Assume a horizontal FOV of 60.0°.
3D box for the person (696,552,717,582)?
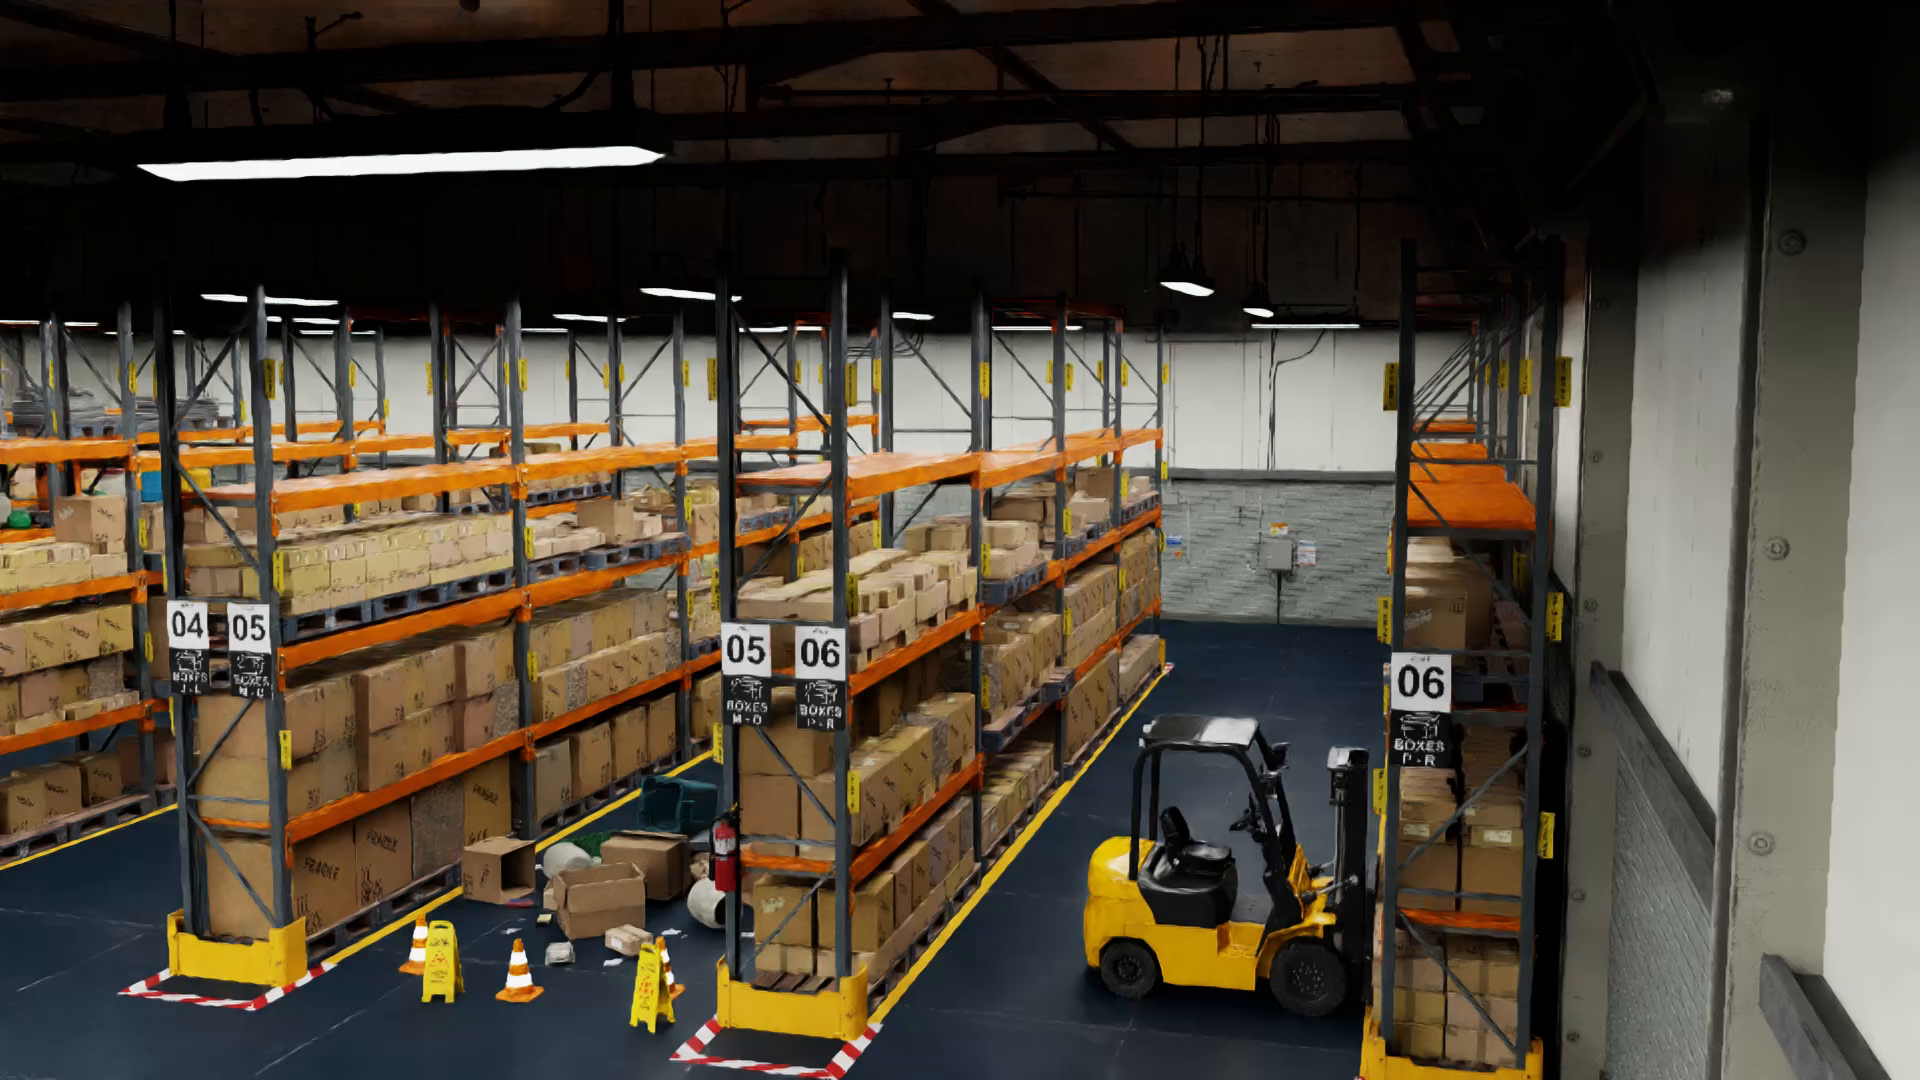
[{"bbox_3d":[-5.277,0.740,34.014,0.634,1.664,0.485,-3,7,-26],"label":"person"}]
